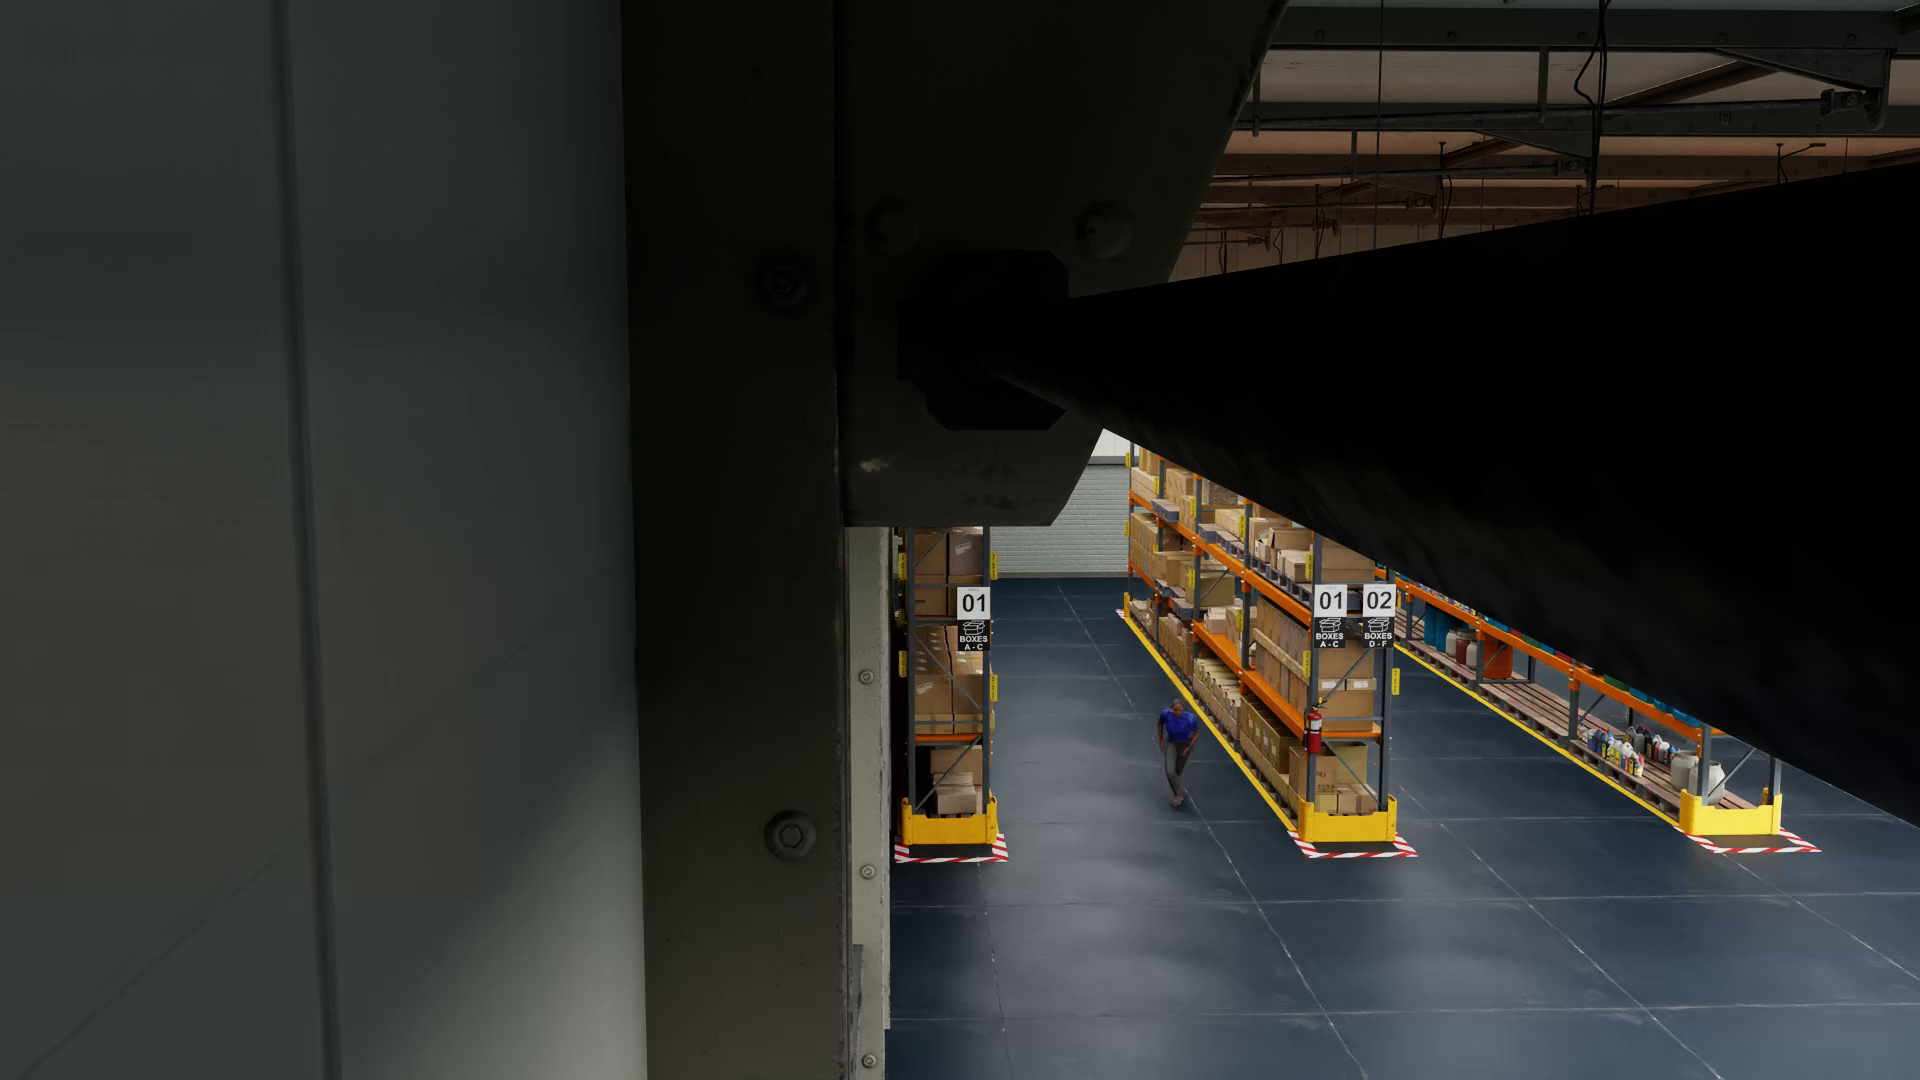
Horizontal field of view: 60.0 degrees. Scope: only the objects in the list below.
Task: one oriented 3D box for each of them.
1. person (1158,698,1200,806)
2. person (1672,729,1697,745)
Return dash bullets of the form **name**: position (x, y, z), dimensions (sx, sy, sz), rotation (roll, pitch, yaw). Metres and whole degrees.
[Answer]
- **person**: position (2.936, 2.762, 22.309), dimensions (0.565, 1.482, 1.018), rotation (1, 7, 10)
- **person**: position (11.190, 2.327, 25.397), dimensions (0.668, 1.552, 0.980), rotation (-1, 7, -5)
